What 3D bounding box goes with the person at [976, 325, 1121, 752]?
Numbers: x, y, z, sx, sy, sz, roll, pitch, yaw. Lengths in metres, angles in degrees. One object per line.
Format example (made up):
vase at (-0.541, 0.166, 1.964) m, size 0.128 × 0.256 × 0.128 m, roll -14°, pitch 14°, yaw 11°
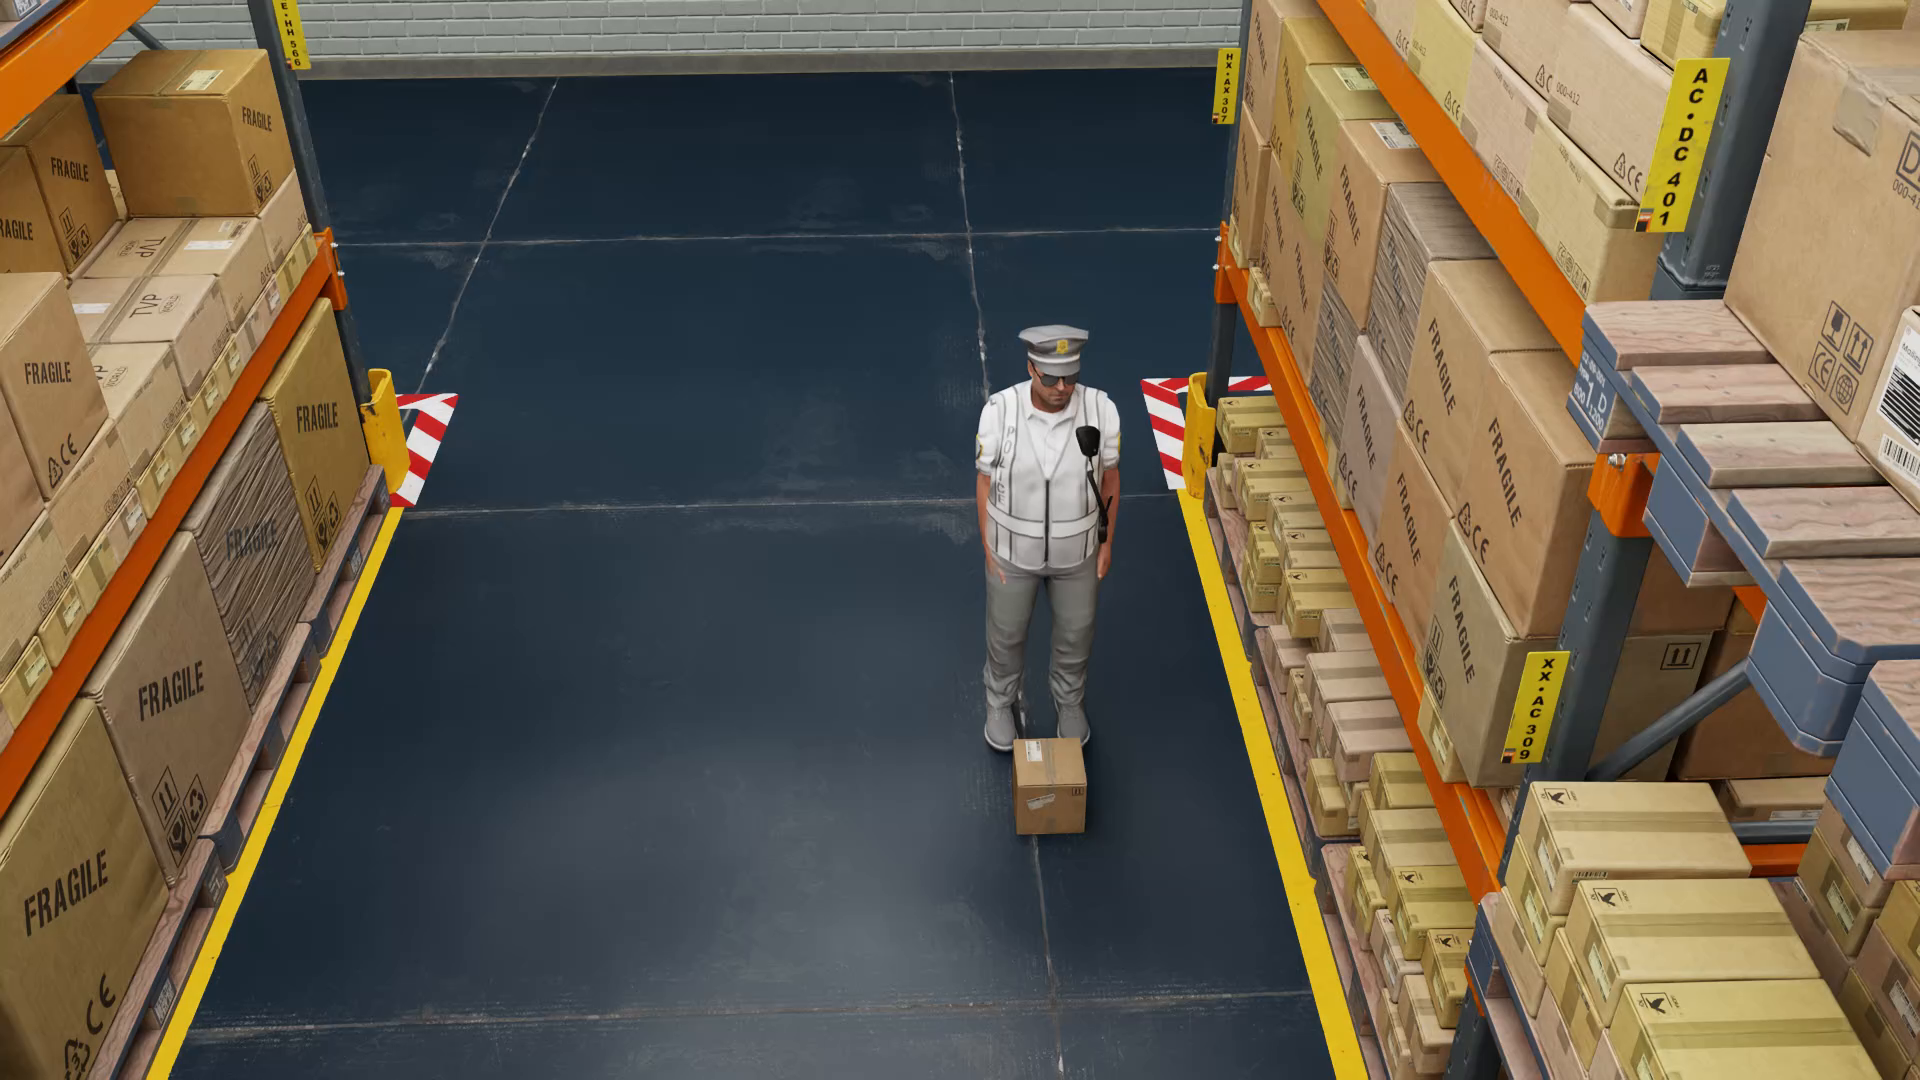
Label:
person at (0.321, 0.010, 6.119) m, size 0.526 × 1.760 × 0.393 m, roll -1°, pitch 35°, yaw -2°
